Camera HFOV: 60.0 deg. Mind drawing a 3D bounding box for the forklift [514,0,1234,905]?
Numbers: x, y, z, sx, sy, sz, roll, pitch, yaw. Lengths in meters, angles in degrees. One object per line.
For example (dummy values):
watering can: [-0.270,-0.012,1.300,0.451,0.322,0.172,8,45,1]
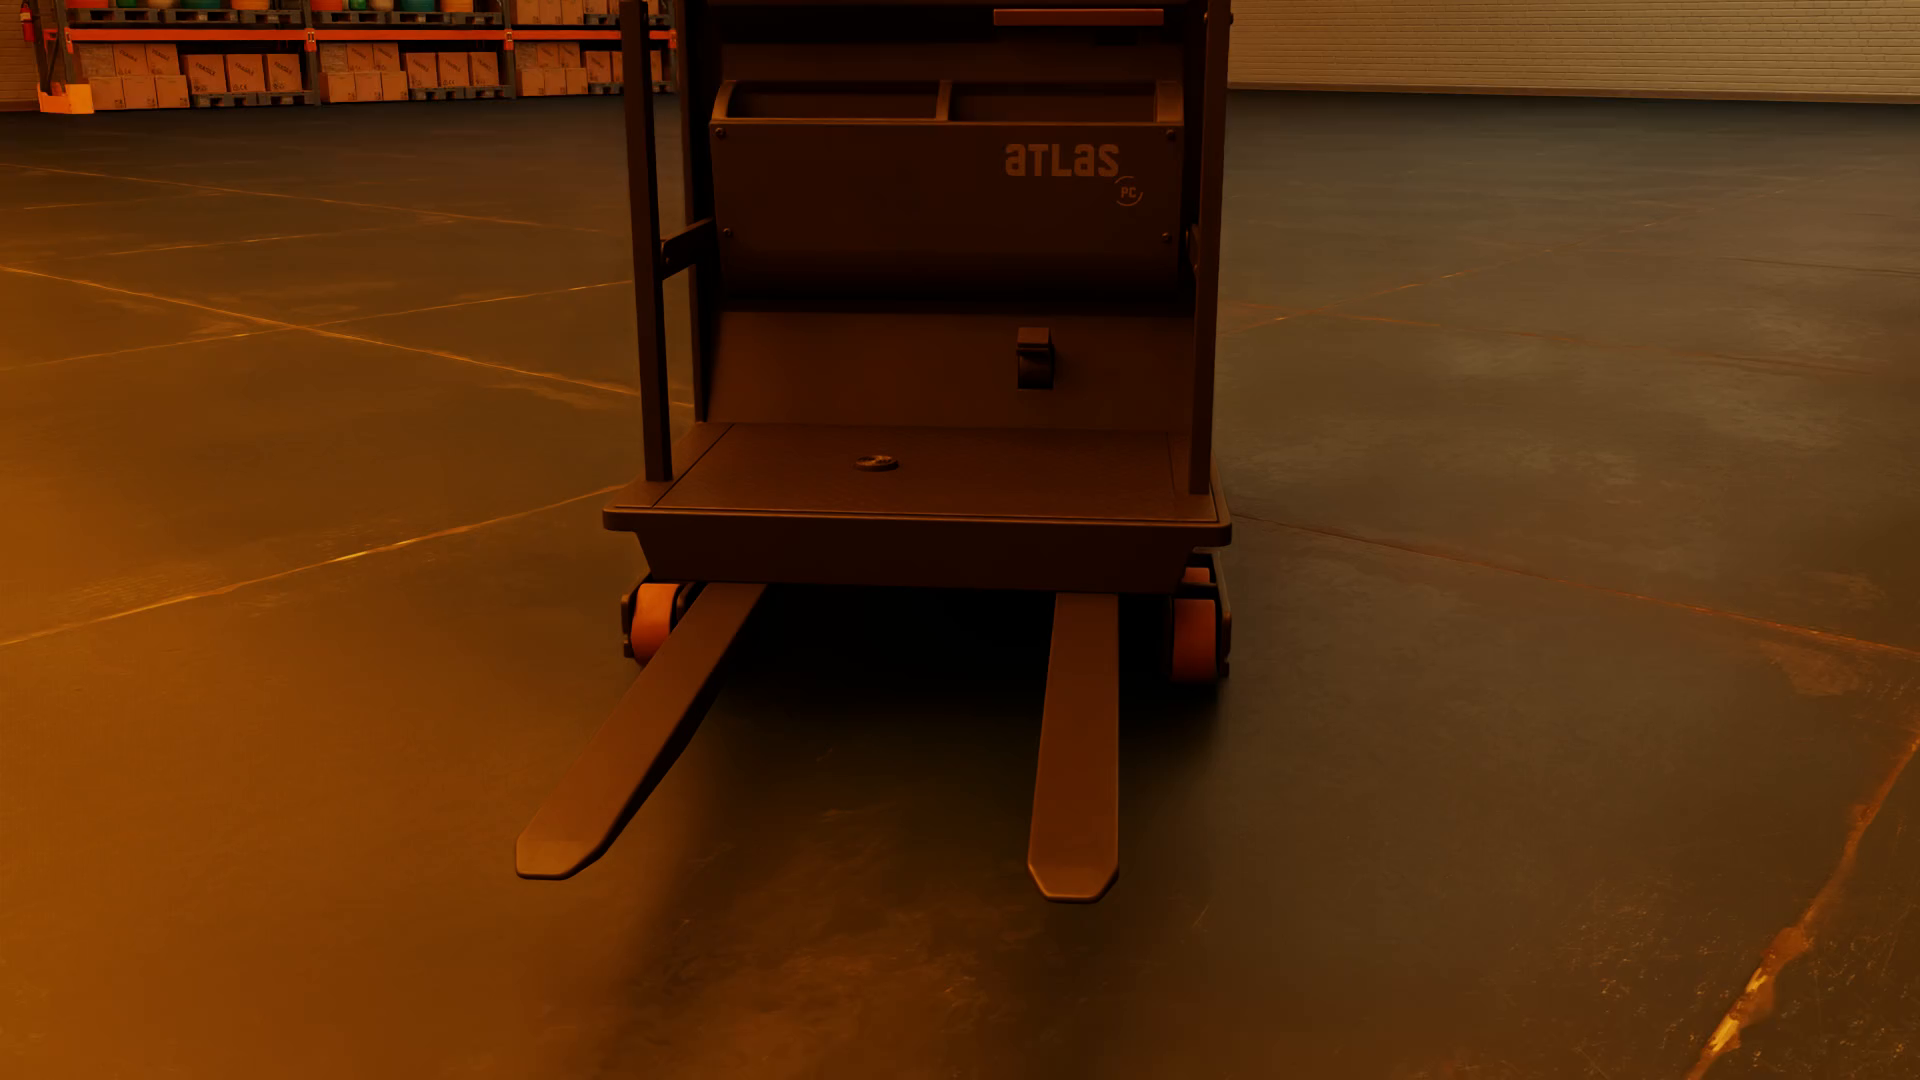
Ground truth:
forklift: [-0.041,-1.235,2.964,1.130,2.935,3.031,2,17,5]
